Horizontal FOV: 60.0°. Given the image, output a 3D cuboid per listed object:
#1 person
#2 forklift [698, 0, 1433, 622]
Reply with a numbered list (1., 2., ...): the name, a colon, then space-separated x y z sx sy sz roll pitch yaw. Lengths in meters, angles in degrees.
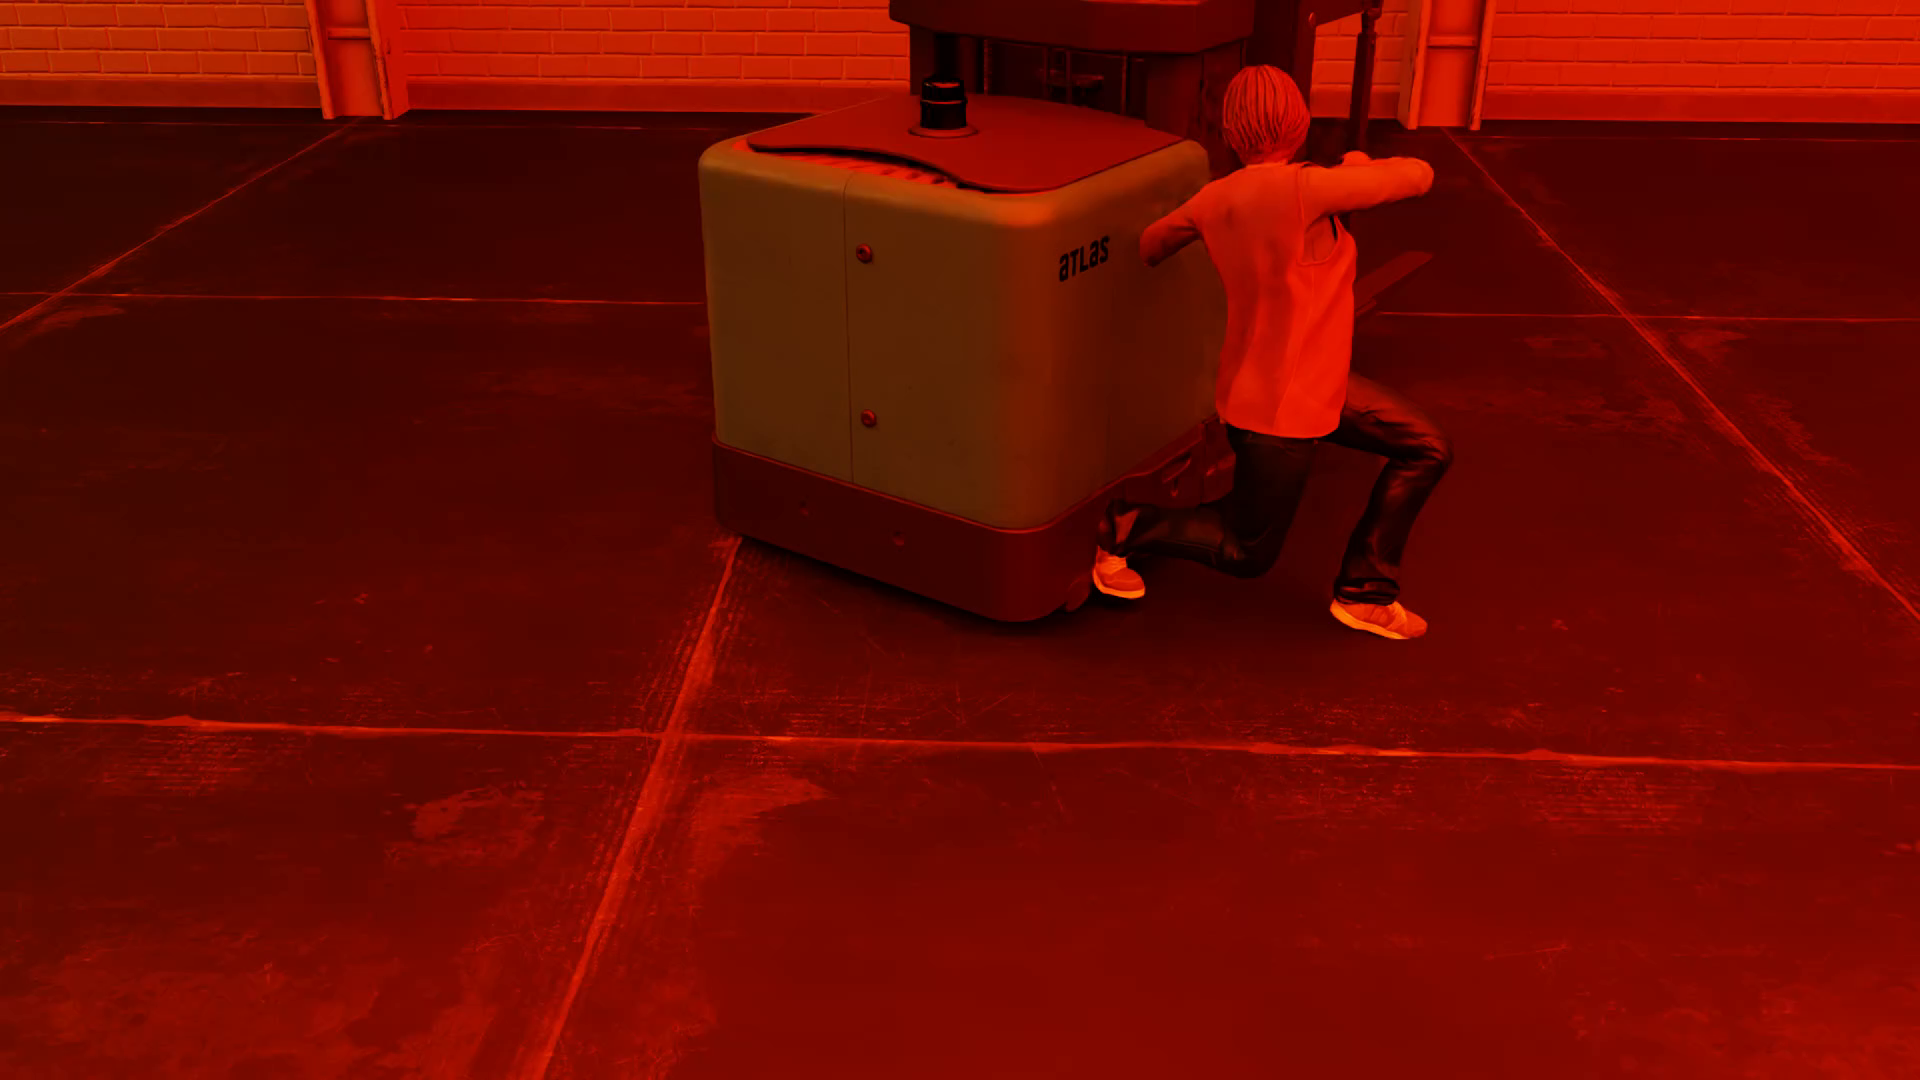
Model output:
1. person: 0.714 -0.452 3.964 0.879 1.355 0.701 1 26 1
2. forklift: 0.606 -1.715 4.686 1.130 2.935 3.031 17 31 31
